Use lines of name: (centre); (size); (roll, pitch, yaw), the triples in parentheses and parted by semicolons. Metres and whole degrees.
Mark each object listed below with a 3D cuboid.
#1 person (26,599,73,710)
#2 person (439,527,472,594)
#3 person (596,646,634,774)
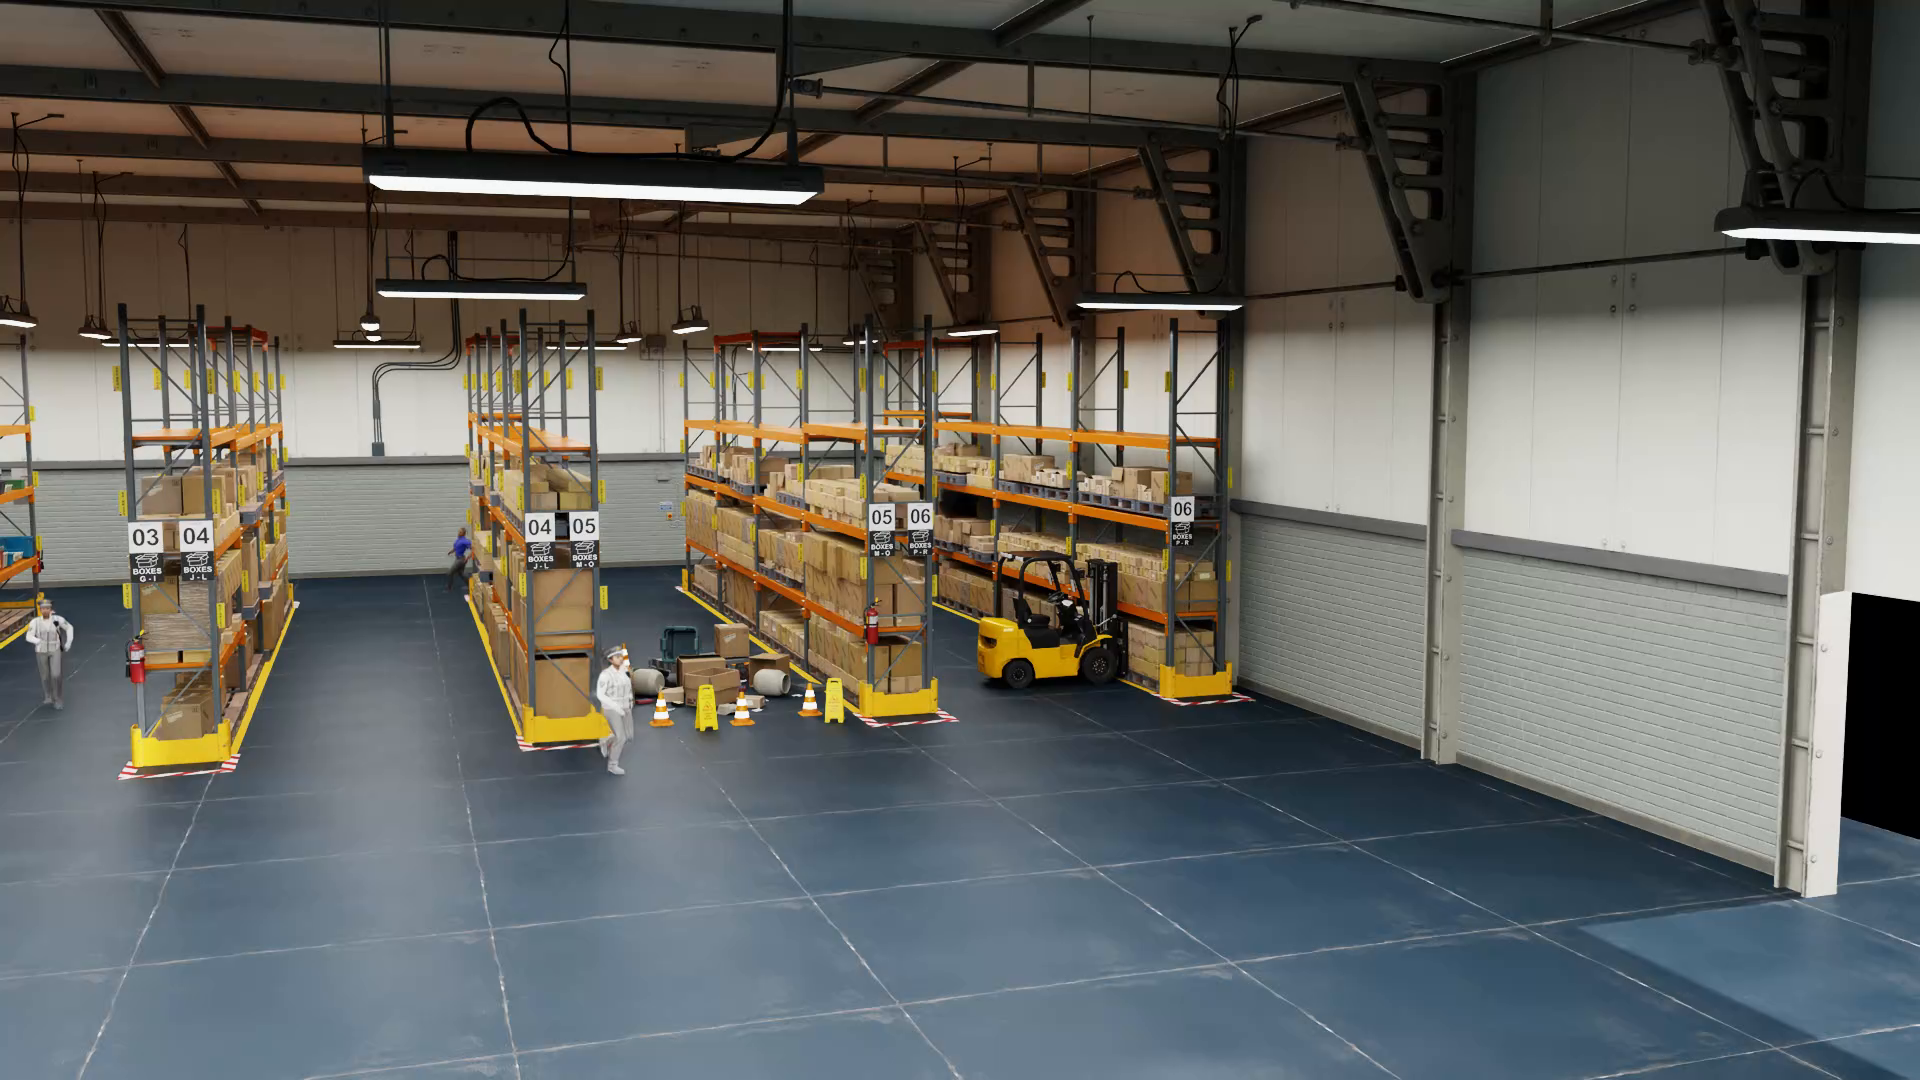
person: (-13.964, 1.760, 25.520); (0.625, 1.743, 0.698); (-3, 6, -25)
person: (-11.927, 0.484, 39.386); (0.822, 1.607, 0.744); (-2, 6, -17)
person: (-4.430, 2.169, 21.347); (0.619, 1.674, 0.634); (4, 7, 35)
